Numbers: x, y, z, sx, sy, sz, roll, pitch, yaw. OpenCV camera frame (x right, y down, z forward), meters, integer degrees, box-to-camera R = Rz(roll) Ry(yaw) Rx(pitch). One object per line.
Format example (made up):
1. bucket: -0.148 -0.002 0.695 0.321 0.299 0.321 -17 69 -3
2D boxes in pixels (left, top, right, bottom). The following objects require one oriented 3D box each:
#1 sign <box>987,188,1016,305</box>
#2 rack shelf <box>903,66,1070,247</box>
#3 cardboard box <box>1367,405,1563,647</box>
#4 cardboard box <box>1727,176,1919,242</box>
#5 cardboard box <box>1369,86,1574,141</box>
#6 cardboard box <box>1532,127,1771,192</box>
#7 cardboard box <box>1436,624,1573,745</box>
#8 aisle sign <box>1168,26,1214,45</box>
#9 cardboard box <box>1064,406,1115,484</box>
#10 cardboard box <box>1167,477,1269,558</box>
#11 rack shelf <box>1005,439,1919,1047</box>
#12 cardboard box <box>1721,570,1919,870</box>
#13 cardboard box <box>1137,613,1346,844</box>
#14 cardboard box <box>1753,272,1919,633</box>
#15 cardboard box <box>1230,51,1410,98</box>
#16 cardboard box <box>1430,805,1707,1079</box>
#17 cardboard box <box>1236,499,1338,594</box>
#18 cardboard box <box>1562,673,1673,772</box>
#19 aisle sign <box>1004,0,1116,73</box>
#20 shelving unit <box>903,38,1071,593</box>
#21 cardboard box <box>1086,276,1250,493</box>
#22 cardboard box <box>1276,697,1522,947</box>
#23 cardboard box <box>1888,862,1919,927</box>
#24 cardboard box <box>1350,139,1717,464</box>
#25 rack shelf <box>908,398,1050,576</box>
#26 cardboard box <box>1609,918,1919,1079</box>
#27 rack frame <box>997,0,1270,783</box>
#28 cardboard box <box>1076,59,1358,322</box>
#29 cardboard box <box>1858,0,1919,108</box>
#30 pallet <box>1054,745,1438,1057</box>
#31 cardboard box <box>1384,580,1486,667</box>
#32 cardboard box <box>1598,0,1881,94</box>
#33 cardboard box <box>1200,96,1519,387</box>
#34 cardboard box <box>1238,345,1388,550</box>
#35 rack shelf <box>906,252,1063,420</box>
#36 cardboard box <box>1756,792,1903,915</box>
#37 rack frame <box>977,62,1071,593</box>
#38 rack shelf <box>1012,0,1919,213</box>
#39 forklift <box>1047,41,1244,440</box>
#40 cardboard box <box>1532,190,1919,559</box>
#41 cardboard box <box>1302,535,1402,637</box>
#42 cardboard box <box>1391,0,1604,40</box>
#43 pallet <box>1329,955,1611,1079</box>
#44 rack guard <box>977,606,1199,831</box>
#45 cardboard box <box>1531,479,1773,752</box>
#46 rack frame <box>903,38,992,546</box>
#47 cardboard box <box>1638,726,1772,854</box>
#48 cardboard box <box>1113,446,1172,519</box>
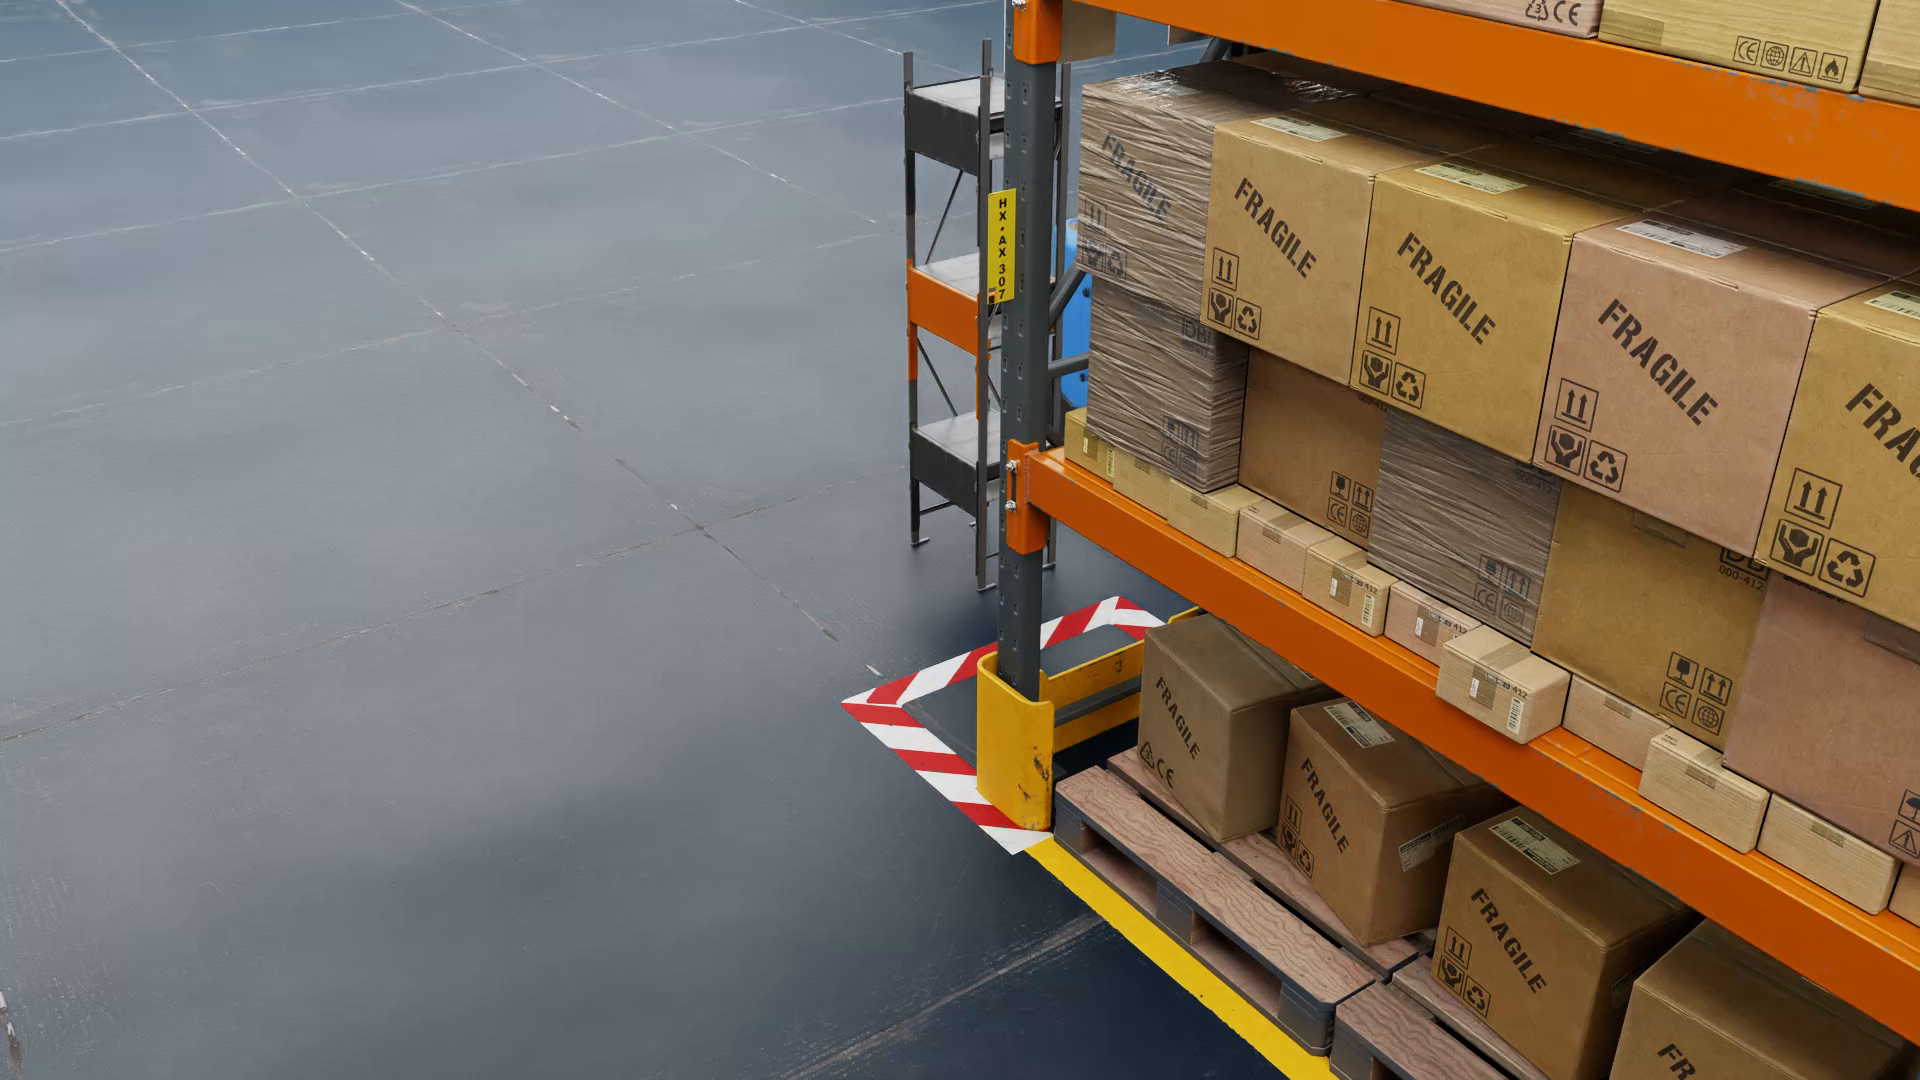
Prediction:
1. sign: 0.121 -0.834 4.736 0.100 0.325 0.005 -19 34 -31
2. rack shelf: 0.096 -1.462 6.303 0.431 0.518 0.480 -19 34 -31
3. cardboard box: 1.502 -0.190 4.040 0.875 0.500 0.500 -19 34 -31
4. cardboard box: 1.949 -0.488 3.542 0.500 0.500 0.500 -19 34 -31
5. cardboard box: 1.378 -0.880 4.263 0.500 0.500 0.500 -19 34 -31
6. cardboard box: 1.666 -0.685 3.904 0.500 0.500 0.500 -19 34 -31
7. cardboard box: 1.325 0.293 3.830 0.380 0.149 0.250 -19 34 -31
8. aisle sign: 0.771 -1.854 4.796 0.394 0.787 0.004 -19 34 -31
9. cardboard box: 0.534 -0.317 4.954 0.380 0.149 0.250 -19 34 -31
10. cardboard box: 0.796 -0.113 4.578 0.380 0.149 0.250 -19 34 -31
11. rack shelf: 1.723 0.490 3.959 1.077 0.370 4.000 -19 34 -31
12. cardboard box: 2.039 0.214 3.297 0.875 0.500 0.500 -19 34 -31
13. cardboard box: 0.911 0.557 5.260 0.500 0.500 0.500 -12 31 -22
14. cardboard box: 1.818 -0.150 2.920 0.500 0.500 0.500 -19 34 -31
15. cardboard box: 1.083 -1.073 4.618 0.500 0.500 0.500 -19 34 -31
16. cardboard box: 1.634 1.029 4.392 0.500 0.500 0.500 -15 32 -26
17. cardboard box: 0.958 -0.022 4.410 0.380 0.149 0.250 -19 34 -31
18. cardboard box: 1.578 0.354 3.719 0.380 0.149 0.250 -19 34 -31
19. aisle sign: 0.283 -1.687 4.490 0.394 0.787 0.004 -19 34 -31
20. shelving unit: 0.096 -0.858 6.630 0.431 2.100 0.503 -19 34 -31
21. cardboard box: 0.860 -0.557 4.717 0.875 0.500 0.500 -19 34 -31
22. cardboard box: 1.286 0.780 4.850 0.500 0.500 0.500 -10 30 -18
23. cardboard box: 2.012 0.646 3.182 0.380 0.149 0.250 -19 34 -31
24. cardboard box: 1.235 -0.538 3.634 0.500 0.500 0.500 -19 34 -31
25. rack shelf: 0.096 -0.231 6.971 0.431 0.518 0.480 -19 34 -31
26. cardboard box: 1.921 1.258 3.969 0.500 0.500 0.500 -22 36 -35
27. rack frame: 0.563 -0.604 5.219 1.000 3.000 0.127 -19 34 -31
28. cardboard box: 0.660 -0.929 4.353 0.500 0.500 0.500 -19 34 -31
29. cardboard box: 1.812 -0.809 2.610 0.500 0.250 0.500 -19 34 -31
30. pallet: 1.049 0.977 5.231 1.003 0.211 1.213 -19 34 -31
31. cardboard box: 1.265 0.167 4.062 0.380 0.149 0.250 -19 34 -31
32. cardboard box: 1.526 -1.004 2.970 0.500 0.250 0.500 -18 33 -29
33. cardboard box: 0.944 -0.732 3.992 0.500 0.500 0.500 -19 34 -31
34. cardboard box: 1.247 -0.396 4.420 0.875 0.500 0.500 -19 34 -31
35. rack shelf: 0.096 -0.846 6.637 0.431 0.518 0.480 -19 34 -31
36. cardboard box: 1.834 0.560 3.340 0.380 0.149 0.250 -19 34 -31
37. rack frame: 0.238 -0.763 6.456 0.400 2.100 0.015 -19 34 -31
38. rack shelf: 1.723 -0.829 3.243 1.077 0.370 4.000 -19 34 -31
39. forklift: 1.986 -1.817 7.524 3.031 2.935 1.130 -8 30 -14
40. cardboard box: 1.530 -0.346 3.280 0.500 0.500 0.500 -19 34 -31
41. cardboard box: 1.097 0.078 4.227 0.380 0.149 0.250 -19 34 -31
42. cardboard box: 1.220 -1.205 3.340 0.500 0.250 0.500 -19 34 -31
43. pallet: 1.753 1.450 4.358 1.003 0.211 1.213 -19 34 -31
44. rack guard: 0.607 0.524 5.761 1.175 0.500 0.348 -19 34 -31
45. cardboard box: 1.783 0.008 3.676 0.875 0.500 0.500 -19 34 -31
46. rack frame: -0.046 -0.953 6.805 0.400 2.100 0.015 -19 34 -31
47. cardboard box: 1.661 0.472 3.501 0.380 0.149 0.250 -19 34 -31
48. cardboard box: 0.663 -0.214 4.765 0.380 0.149 0.250 -19 34 -31
